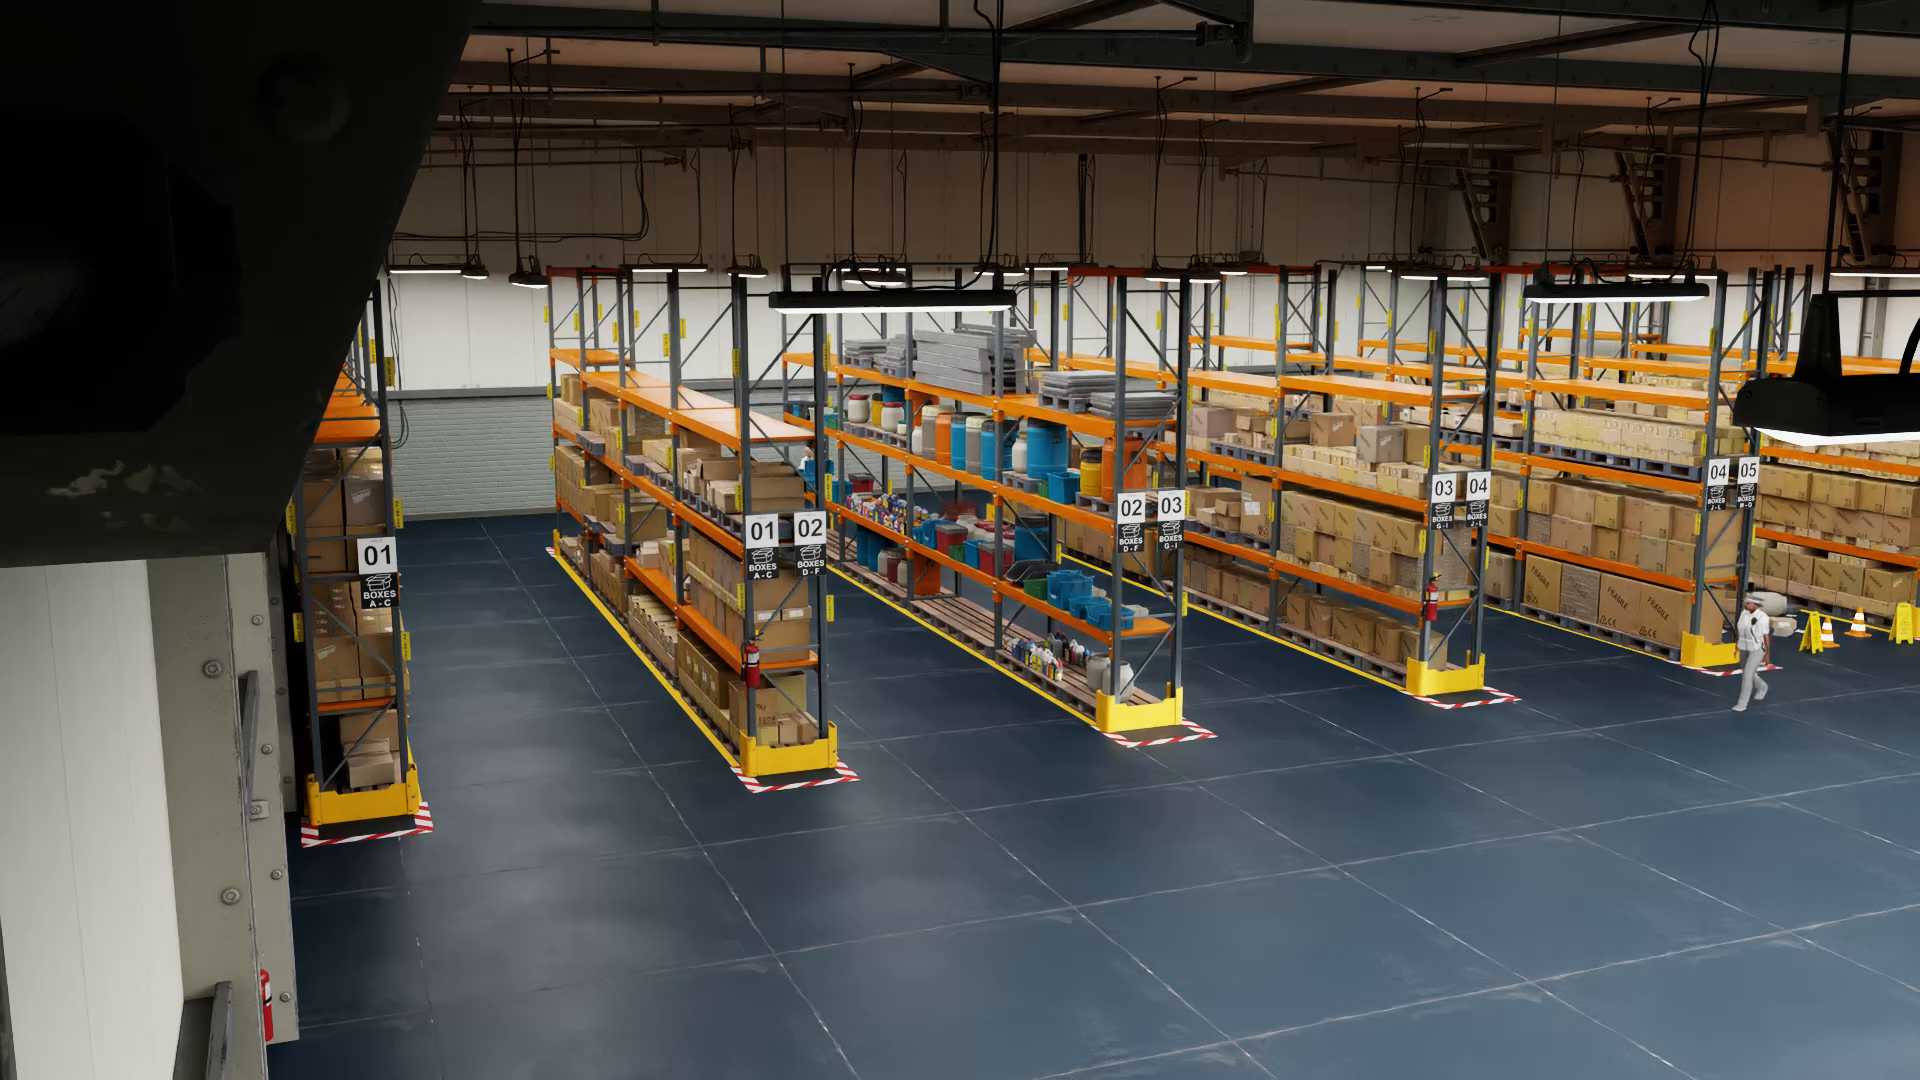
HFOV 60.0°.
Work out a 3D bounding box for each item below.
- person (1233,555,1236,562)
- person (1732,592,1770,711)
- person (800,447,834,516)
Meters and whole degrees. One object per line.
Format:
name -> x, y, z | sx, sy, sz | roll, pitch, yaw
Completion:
person -> 5.461, -0.110, 32.858 | 0.455, 1.490, 0.974 | -2, 10, -12
person -> 11.050, 1.520, 23.138 | 0.925, 1.636, 0.480 | -6, 12, -31
person -> -3.559, -1.337, 39.274 | 1.145, 1.733, 0.528 | -1, 10, -7
